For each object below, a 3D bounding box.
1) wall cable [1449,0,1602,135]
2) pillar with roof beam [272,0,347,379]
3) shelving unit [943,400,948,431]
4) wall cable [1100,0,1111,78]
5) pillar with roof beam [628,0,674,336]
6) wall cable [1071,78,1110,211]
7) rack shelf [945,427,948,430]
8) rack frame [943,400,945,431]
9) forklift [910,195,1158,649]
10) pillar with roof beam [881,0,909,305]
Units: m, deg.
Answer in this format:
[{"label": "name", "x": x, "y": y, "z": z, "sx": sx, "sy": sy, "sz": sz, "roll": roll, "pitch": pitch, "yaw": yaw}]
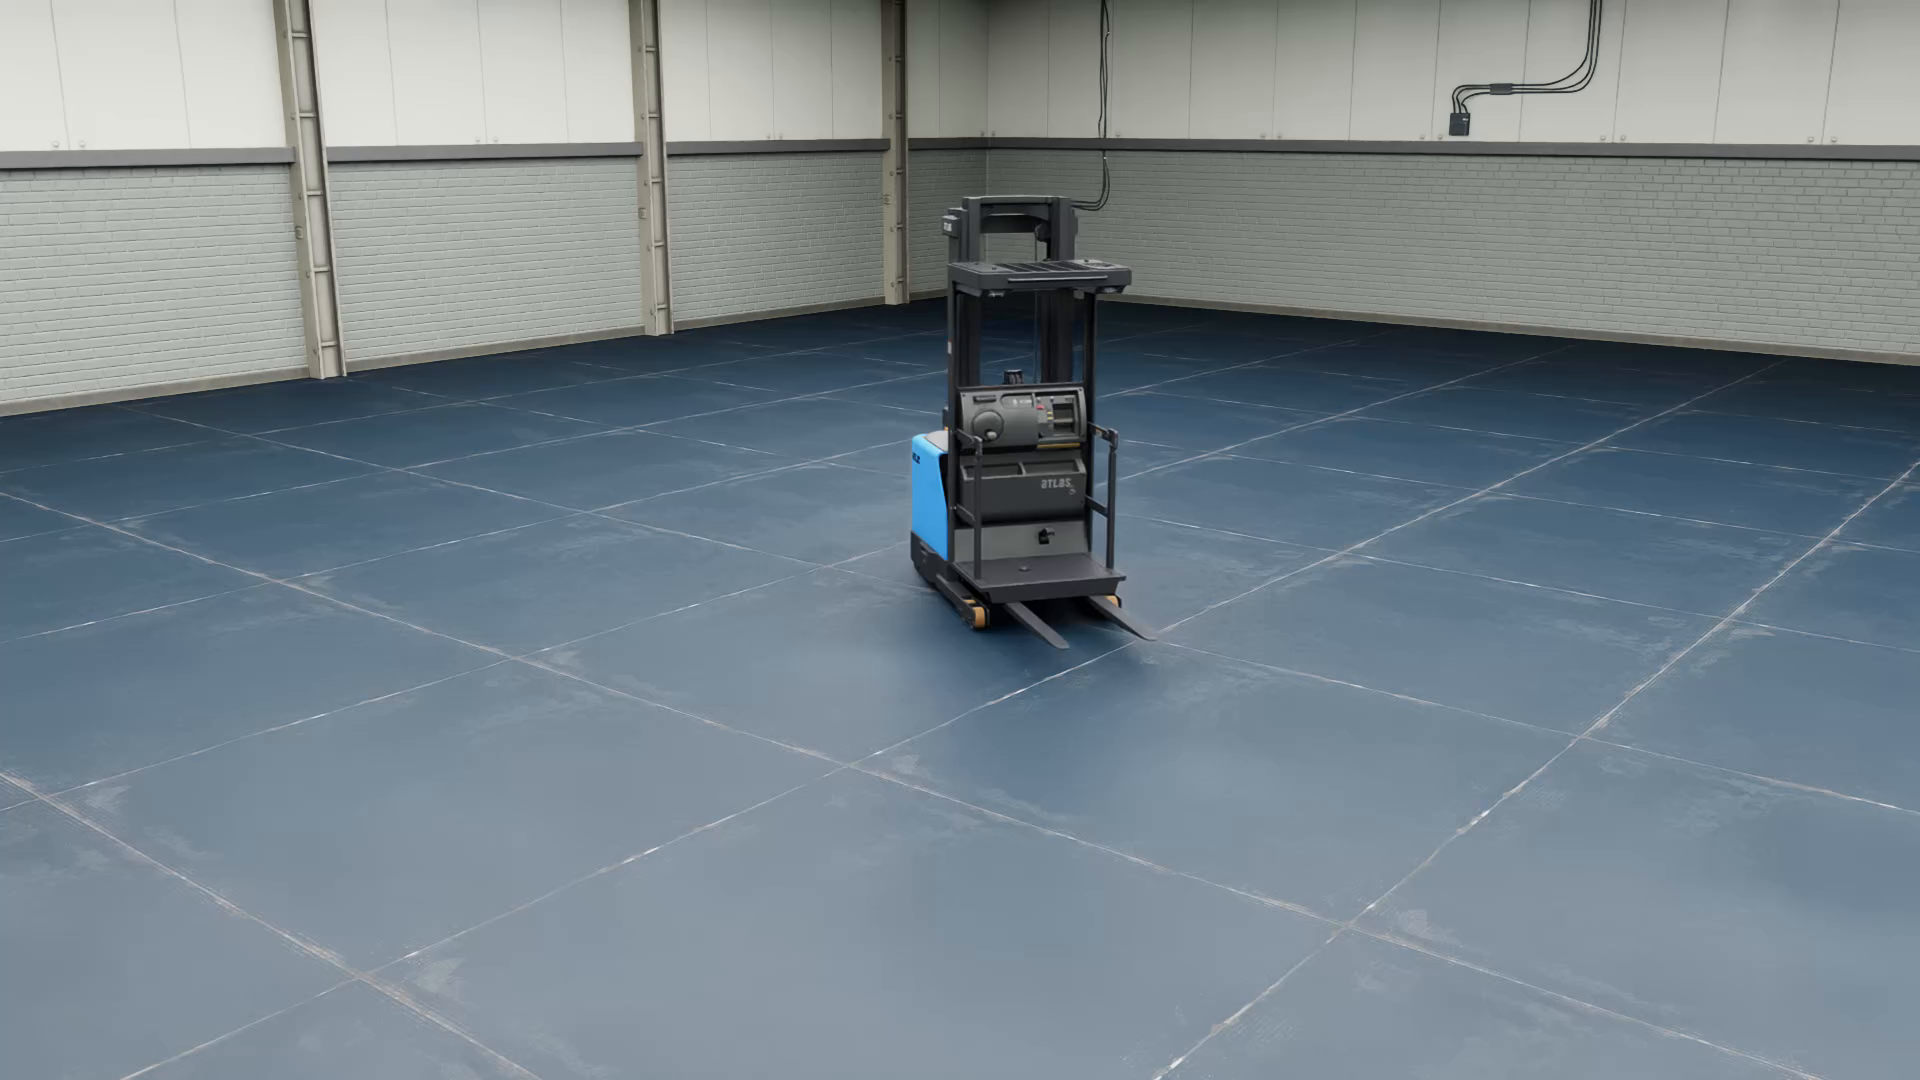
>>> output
[{"label": "wall cable", "x": 9.034, "y": -9.464, "z": 26.194, "sx": 2.305, "sy": 6.003, "sz": 0.169, "roll": 11, "pitch": 18, "yaw": 38}, {"label": "pillar with roof beam", "x": -5.414, "y": -5.964, "z": 19.324, "sx": 9.100, "sy": 9.000, "sz": 0.400, "roll": 11, "pitch": 18, "yaw": 38}, {"label": "shelving unit", "x": 0.009, "y": -0.584, "z": 13.986, "sx": 0.258, "sy": 1.200, "sz": 0.189, "roll": 11, "pitch": 18, "yaw": 38}, {"label": "wall cable", "x": 3.764, "y": -9.812, "z": 30.520, "sx": 3.097, "sy": 2.526, "sz": 0.112, "roll": 11, "pitch": 18, "yaw": 38}, {"label": "pillar with roof beam", "x": -1.643, "y": -7.113, "z": 23.847, "sx": 9.100, "sy": 9.000, "sz": 0.400, "roll": 11, "pitch": 18, "yaw": 38}, {"label": "wall cable", "x": 1.659, "y": -7.783, "z": 32.790, "sx": 3.097, "sy": 2.526, "sz": 0.112, "roll": 11, "pitch": 18, "yaw": 38}, {"label": "rack shelf", "x": 0.009, "y": -0.890, "z": 13.908, "sx": 0.258, "sy": 0.103, "sz": 0.180, "roll": 11, "pitch": 18, "yaw": 38}, {"label": "rack frame", "x": -0.048, "y": -0.567, "z": 13.917, "sx": 0.240, "sy": 1.200, "sz": 0.006, "roll": 11, "pitch": 18, "yaw": 38}, {"label": "forklift", "x": 0.519, "y": -0.899, "z": 11.709, "sx": 1.130, "sy": 2.935, "sz": 3.031, "roll": -4, "pitch": 15, "yaw": -16}, {"label": "pillar with roof beam", "x": 2.128, "y": -8.262, "z": 28.370, "sx": 9.100, "sy": 9.000, "sz": 0.400, "roll": 11, "pitch": 18, "yaw": 38}]
